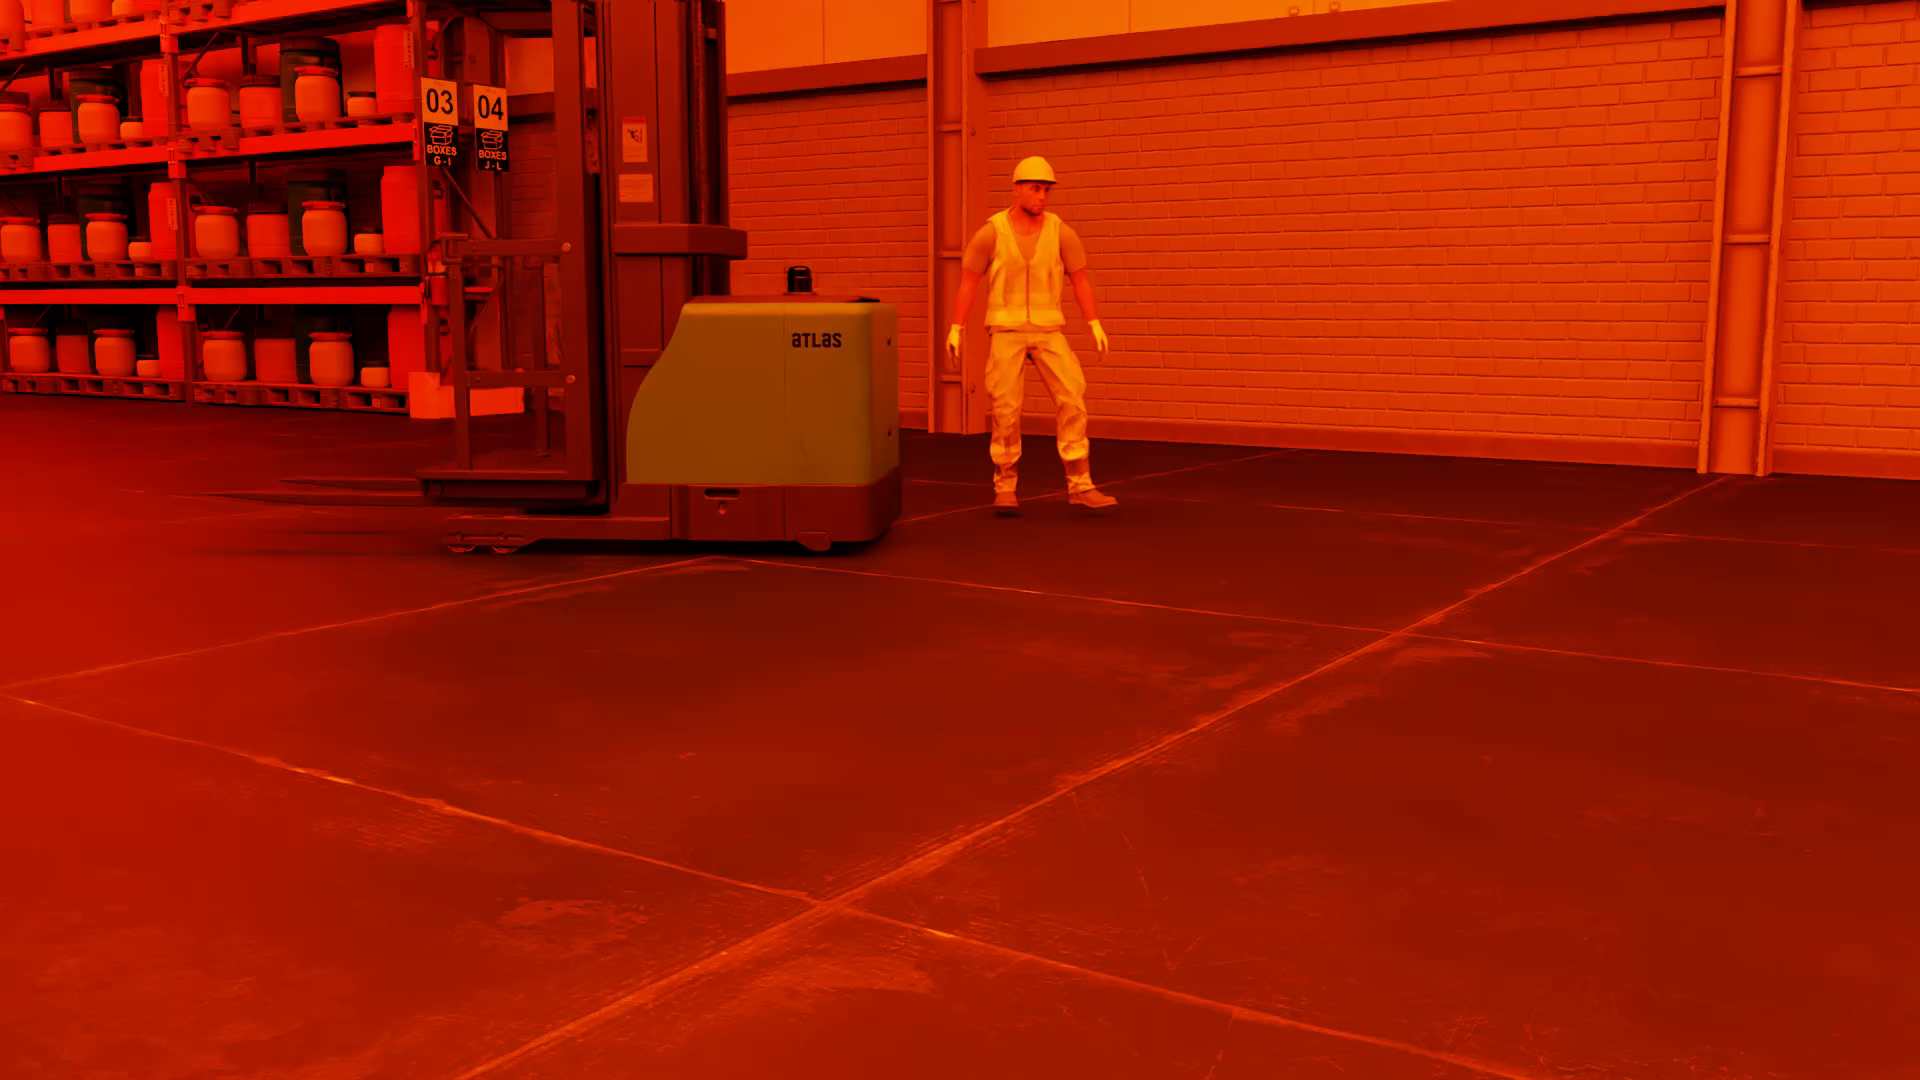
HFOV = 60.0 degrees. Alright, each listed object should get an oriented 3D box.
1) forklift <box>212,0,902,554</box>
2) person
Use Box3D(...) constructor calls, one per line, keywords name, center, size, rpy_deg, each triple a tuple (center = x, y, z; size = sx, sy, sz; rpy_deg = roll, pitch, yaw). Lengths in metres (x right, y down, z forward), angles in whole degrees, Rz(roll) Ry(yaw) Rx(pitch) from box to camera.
Box3D(name="forklift", center=(-1.826, -1.464, 7.488), size=(3.031, 2.935, 1.130), rpy_deg=(1, 8, 5))
Box3D(name="person", center=(0.362, -1.032, 8.365), size=(0.849, 1.749, 0.429), rpy_deg=(-1, 8, -7))
